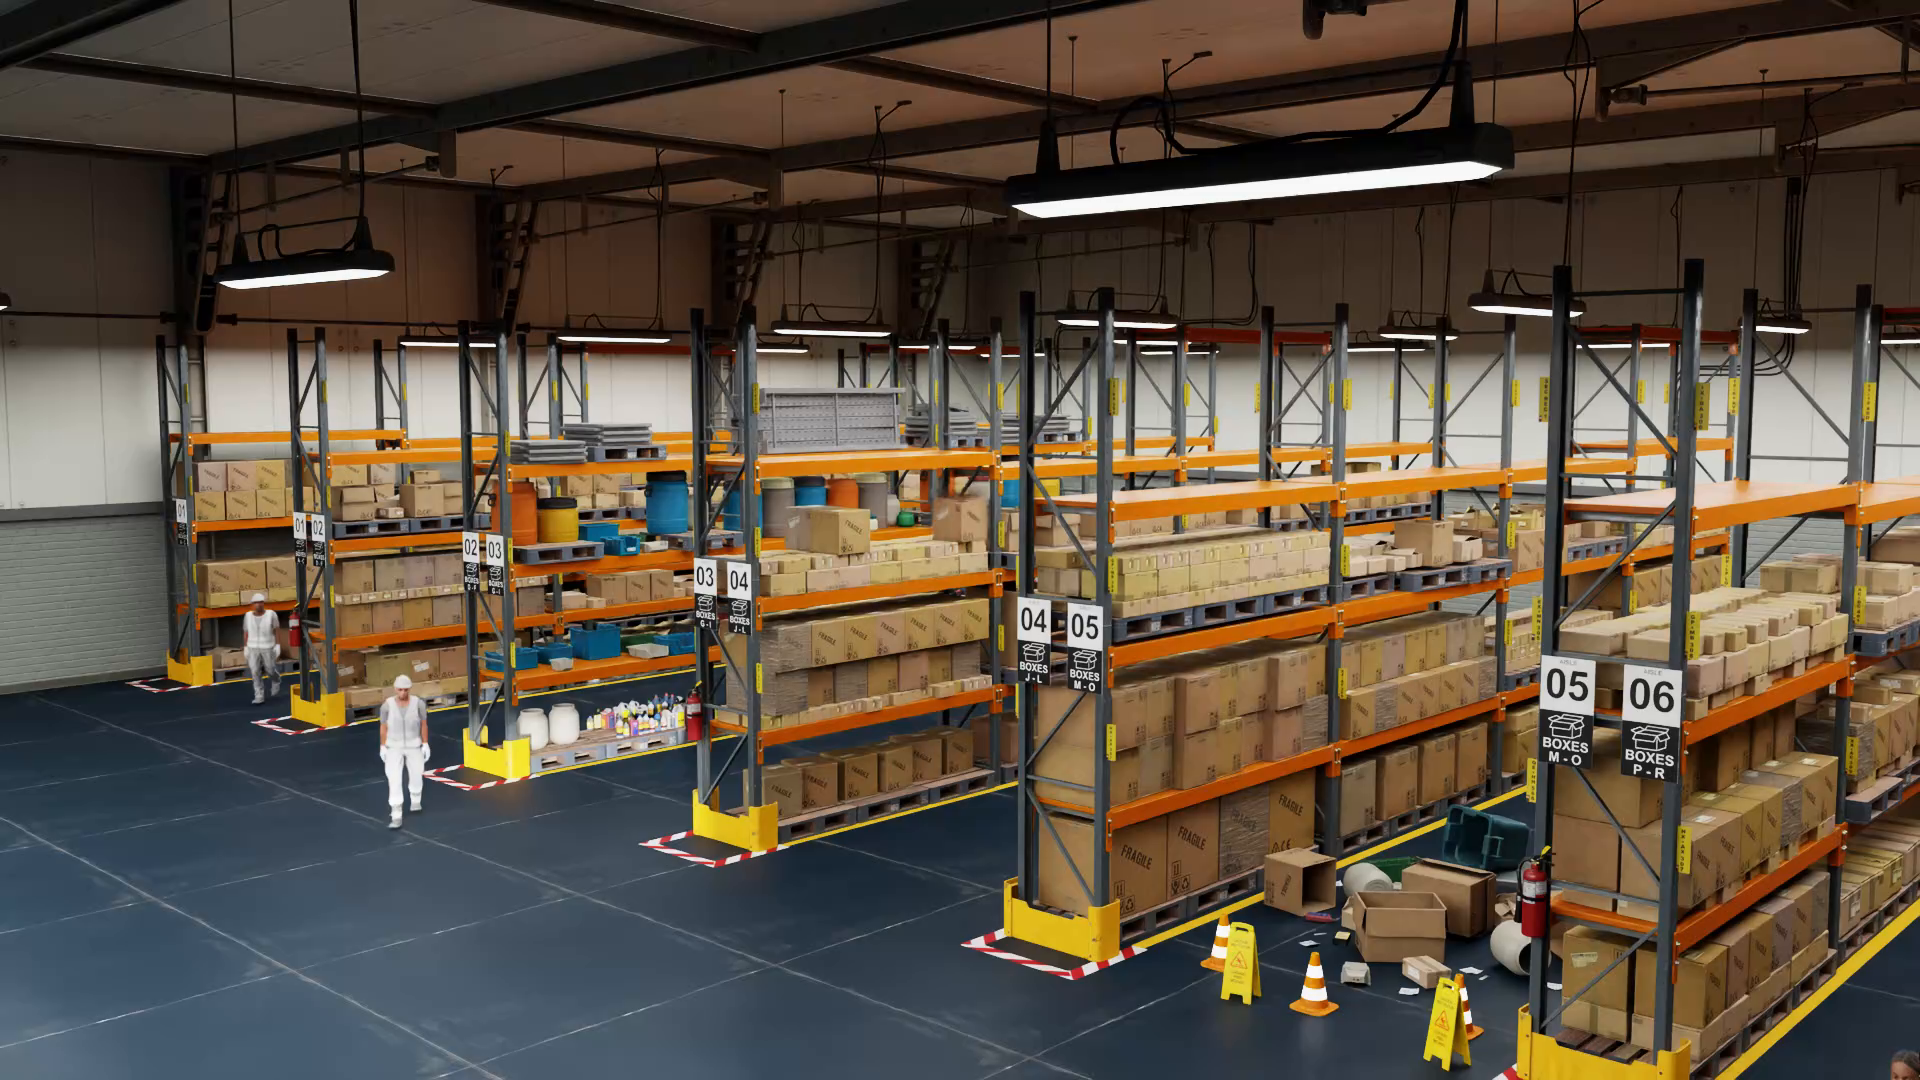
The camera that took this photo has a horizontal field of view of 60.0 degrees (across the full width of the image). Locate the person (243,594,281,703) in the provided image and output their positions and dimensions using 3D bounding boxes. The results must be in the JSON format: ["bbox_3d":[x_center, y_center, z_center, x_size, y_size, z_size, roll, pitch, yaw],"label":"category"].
[{"bbox_3d":[-11.303,1.737,26.959,0.557,1.772,0.710,0,5,-3],"label":"person"}]

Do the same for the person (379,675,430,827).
[{"bbox_3d":[-6.567,2.452,19.671,0.547,1.755,0.917,-3,6,-26],"label":"person"}]

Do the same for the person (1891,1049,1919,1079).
[{"bbox_3d":[4.994,3.509,8.831,0.919,1.614,0.483,-4,7,-38],"label":"person"}]
